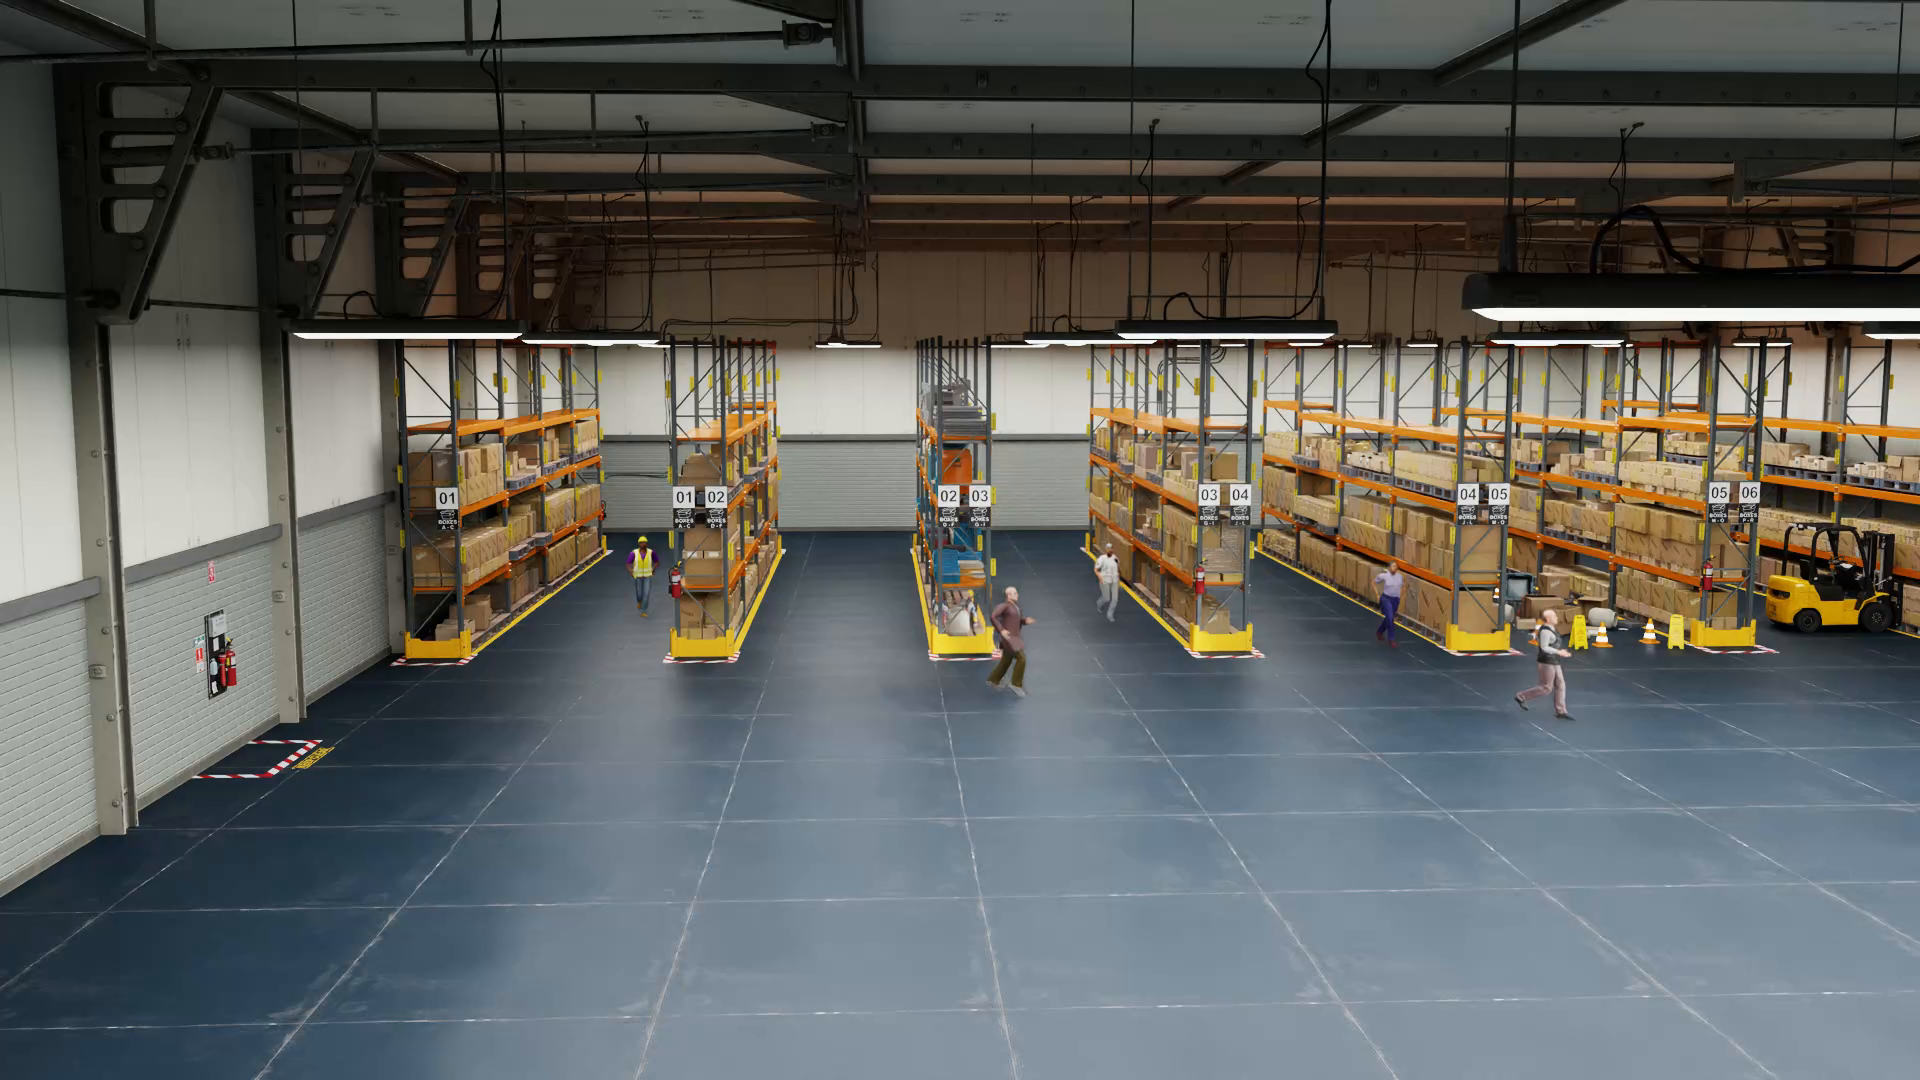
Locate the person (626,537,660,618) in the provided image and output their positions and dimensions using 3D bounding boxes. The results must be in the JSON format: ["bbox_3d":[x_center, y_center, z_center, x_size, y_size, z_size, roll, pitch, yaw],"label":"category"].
[{"bbox_3d":[-6.831,0.787,35.875,0.718,1.735,0.782,-2,7,-13],"label":"person"}]

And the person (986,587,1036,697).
[{"bbox_3d":[0.836,1.805,27.765,0.854,1.643,0.683,2,7,15],"label":"person"}]

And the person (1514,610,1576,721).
[{"bbox_3d":[9.127,1.947,25.864,0.922,1.723,0.661,3,7,27],"label":"person"}]

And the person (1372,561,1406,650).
[{"bbox_3d":[8.388,1.232,32.370,0.609,1.674,0.879,-2,7,-21],"label":"person"}]

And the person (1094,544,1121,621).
[{"bbox_3d":[3.118,0.881,35.020,0.591,1.625,0.584,-2,7,-17],"label":"person"}]
